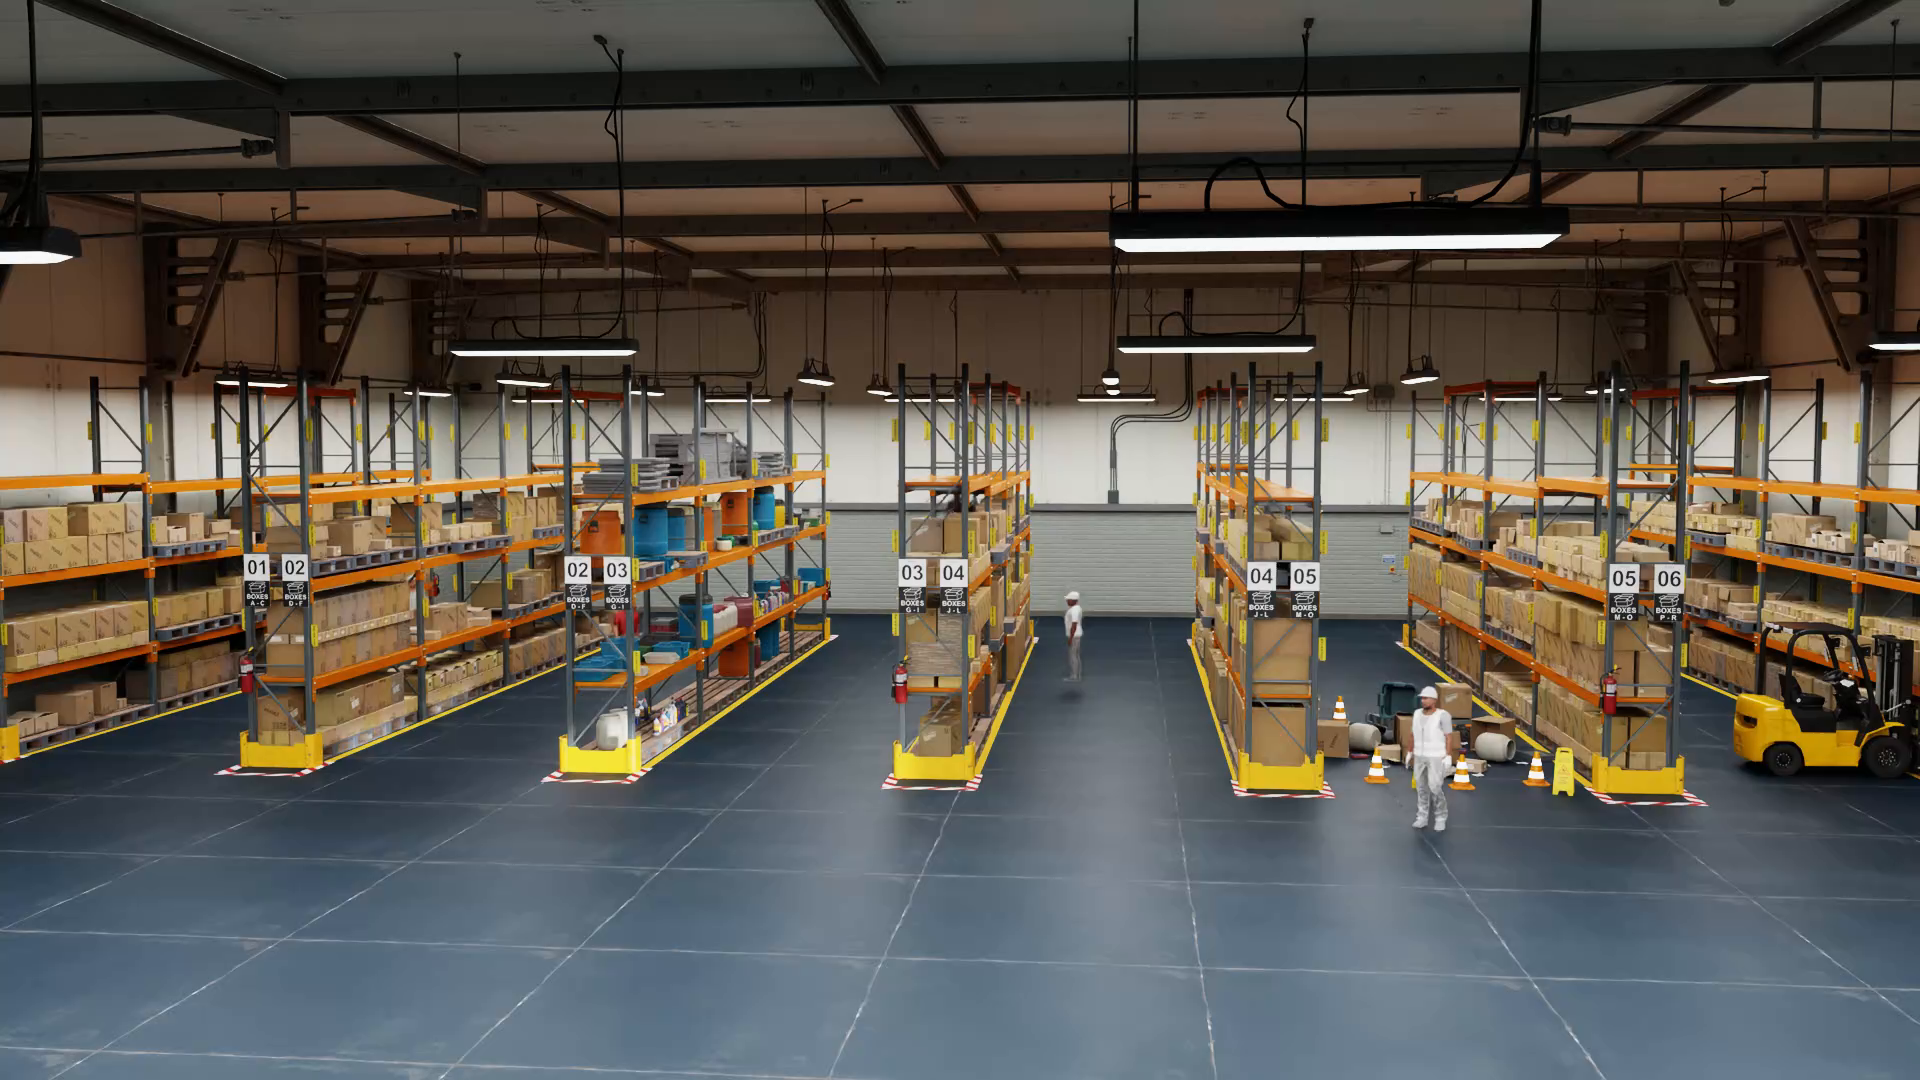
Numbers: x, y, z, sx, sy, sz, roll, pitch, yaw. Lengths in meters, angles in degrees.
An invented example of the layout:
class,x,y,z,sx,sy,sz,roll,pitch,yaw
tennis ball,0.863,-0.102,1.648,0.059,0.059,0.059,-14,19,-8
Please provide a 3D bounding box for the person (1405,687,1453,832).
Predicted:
class,x,y,z,sx,sy,sz,roll,pitch,yaw
person,5.917,2.753,21.031,0.385,1.795,0.611,-3,5,-40

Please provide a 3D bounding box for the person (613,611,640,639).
class,x,y,z,sx,sy,sz,roll,pitch,yaw
person,-6.708,2.013,33.366,0.477,1.676,1.004,0,4,3

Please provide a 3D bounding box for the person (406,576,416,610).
class,x,y,z,sx,sy,sz,roll,pitch,yaw
person,-12.447,1.689,37.704,0.653,1.733,1.055,0,4,4

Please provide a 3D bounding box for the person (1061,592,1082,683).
class,x,y,z,sx,sy,sz,roll,pitch,yaw
person,2.192,1.895,32.506,0.390,1.776,0.653,1,4,11
